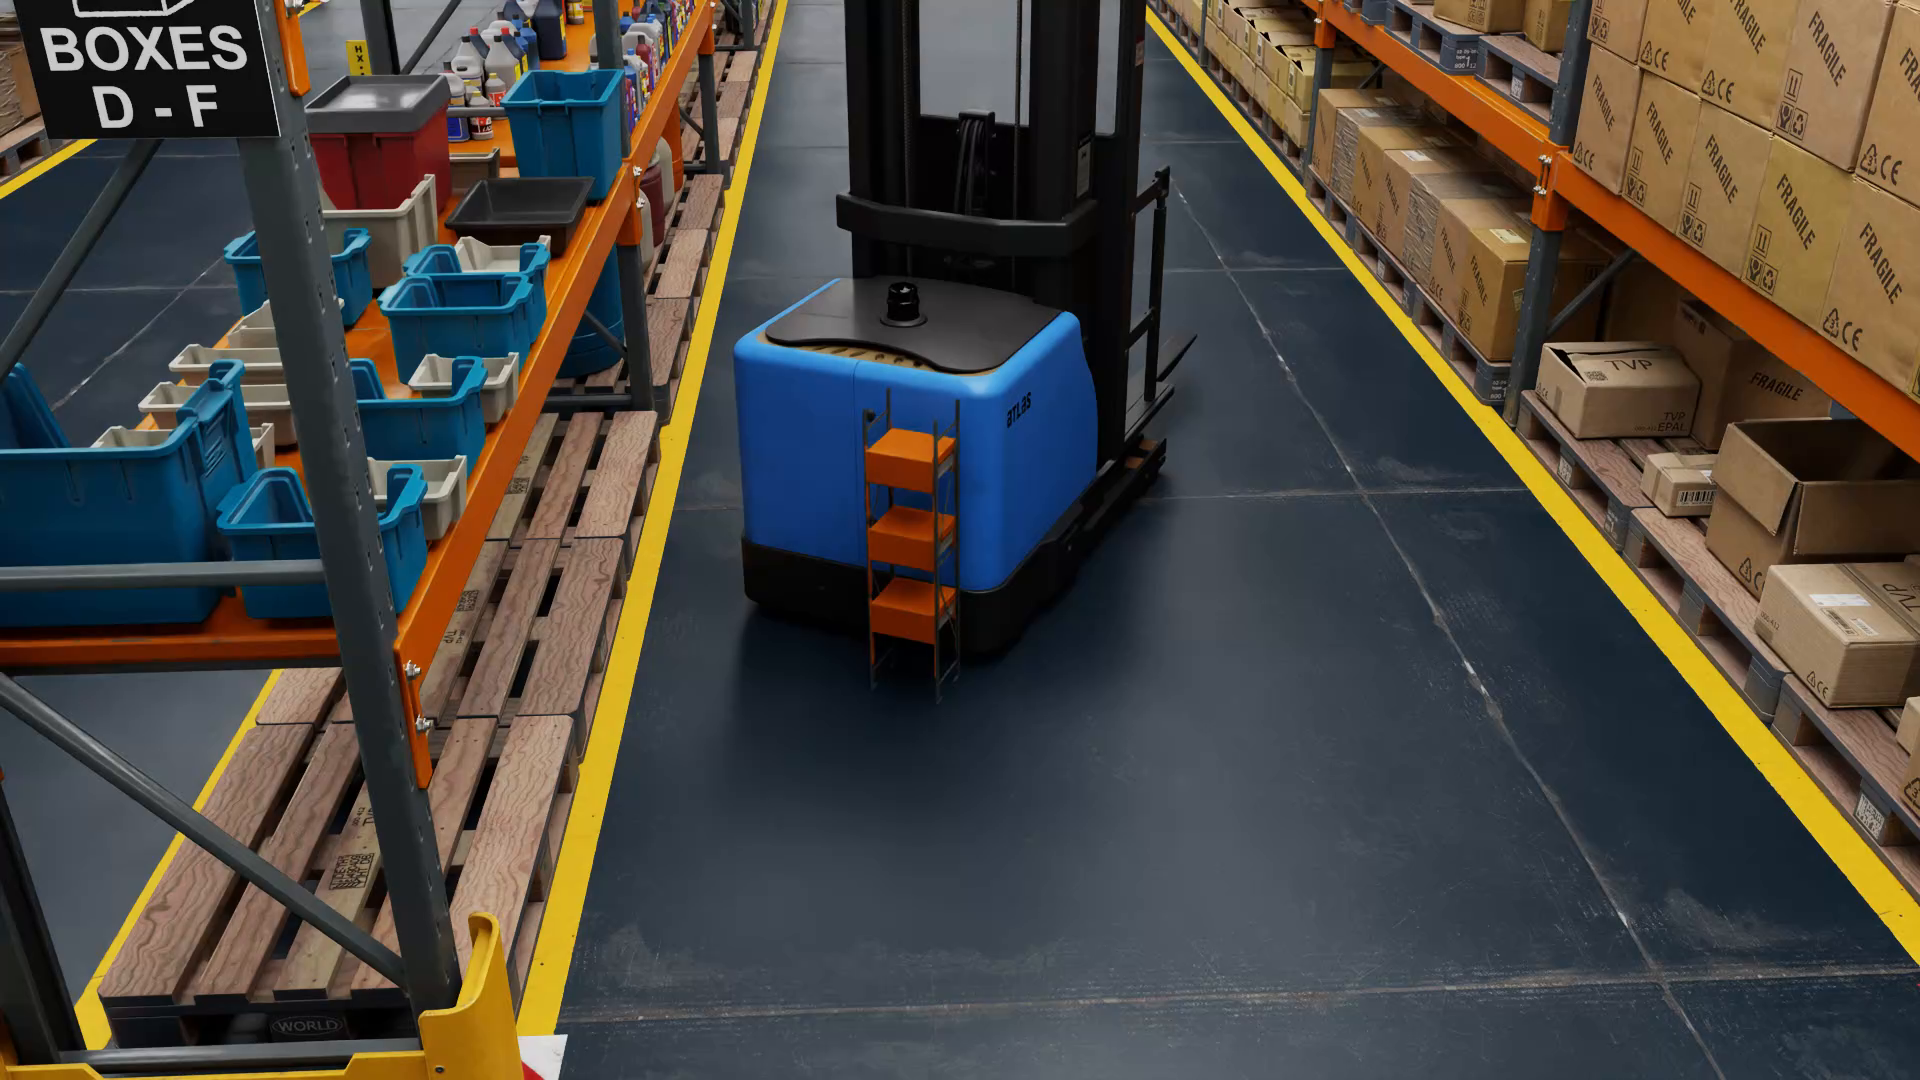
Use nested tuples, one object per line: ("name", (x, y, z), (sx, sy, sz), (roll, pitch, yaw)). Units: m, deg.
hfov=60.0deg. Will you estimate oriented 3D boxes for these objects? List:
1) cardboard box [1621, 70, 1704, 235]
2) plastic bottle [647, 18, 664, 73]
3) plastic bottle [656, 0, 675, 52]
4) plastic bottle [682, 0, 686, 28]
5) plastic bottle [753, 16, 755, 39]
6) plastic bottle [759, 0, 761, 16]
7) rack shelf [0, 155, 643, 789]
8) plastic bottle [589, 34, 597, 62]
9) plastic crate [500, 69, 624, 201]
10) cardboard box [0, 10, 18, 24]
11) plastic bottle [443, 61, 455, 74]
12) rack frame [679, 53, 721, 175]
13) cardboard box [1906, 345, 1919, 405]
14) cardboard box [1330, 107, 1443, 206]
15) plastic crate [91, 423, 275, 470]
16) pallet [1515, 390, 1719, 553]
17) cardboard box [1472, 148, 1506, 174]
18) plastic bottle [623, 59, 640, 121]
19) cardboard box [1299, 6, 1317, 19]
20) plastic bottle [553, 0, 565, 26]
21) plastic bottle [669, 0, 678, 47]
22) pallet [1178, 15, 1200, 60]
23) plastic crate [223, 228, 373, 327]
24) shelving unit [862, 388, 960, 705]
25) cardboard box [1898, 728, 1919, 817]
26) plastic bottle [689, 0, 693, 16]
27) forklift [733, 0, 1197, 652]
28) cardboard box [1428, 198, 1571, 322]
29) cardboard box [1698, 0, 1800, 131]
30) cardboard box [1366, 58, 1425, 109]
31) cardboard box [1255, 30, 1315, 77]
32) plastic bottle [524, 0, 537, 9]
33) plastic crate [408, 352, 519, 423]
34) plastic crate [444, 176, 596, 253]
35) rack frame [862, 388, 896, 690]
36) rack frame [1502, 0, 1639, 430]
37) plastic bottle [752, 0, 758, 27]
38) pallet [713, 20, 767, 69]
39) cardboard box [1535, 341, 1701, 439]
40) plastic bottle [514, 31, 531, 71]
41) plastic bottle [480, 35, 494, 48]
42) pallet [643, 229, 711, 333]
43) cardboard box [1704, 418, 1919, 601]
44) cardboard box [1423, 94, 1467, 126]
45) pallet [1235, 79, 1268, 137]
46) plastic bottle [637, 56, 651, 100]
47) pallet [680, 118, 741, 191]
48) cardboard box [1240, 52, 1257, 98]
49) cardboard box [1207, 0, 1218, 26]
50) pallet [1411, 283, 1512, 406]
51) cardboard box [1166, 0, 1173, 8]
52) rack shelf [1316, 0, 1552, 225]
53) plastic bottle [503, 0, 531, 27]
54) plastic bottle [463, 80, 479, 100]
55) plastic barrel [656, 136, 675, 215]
("cardboard box", (2.843, -1.451, 6.180), (0.500, 0.500, 0.500), (-1, 28, -2))
("plastic bottle", (-1.571, -2.522, 8.480), (0.097, 0.271, 0.097), (0, 28, 0))
("plastic bottle", (-1.623, -2.813, 8.954), (0.144, 0.351, 0.185), (-1, 28, -3))
("plastic bottle", (-1.635, -3.054, 9.577), (0.097, 0.201, 0.097), (0, 28, 0))
("plastic bottle", (-1.884, -4.604, 14.809), (0.097, 0.271, 0.097), (0, 28, 0))
("plastic bottle", (-1.965, -5.148, 15.766), (0.144, 0.351, 0.185), (-2, 28, -3))
("rack shelf", (-1.783, -0.524, 5.289), (1.077, 0.370, 4.000), (-1, 28, -3))
("plastic bottle", (-1.732, -2.359, 8.163), (0.152, 0.276, 0.135), (-1, 28, -3))
("plastic crate", (-1.523, -1.579, 6.486), (0.392, 0.384, 0.575), (-1, 28, -3))
("cardboard box", (-7.235, -3.924, 13.256), (0.700, 0.500, 0.500), (-2, 28, -3))
("plastic bottle", (-2.289, -1.995, 7.457), (0.061, 0.283, 0.133), (-1, 28, -3))
("rack frame", (-2.097, -3.614, 10.436), (1.000, 3.000, 0.127), (-1, 28, -3))
("cardboard box", (2.942, -0.521, 4.398), (0.500, 0.500, 0.500), (-1, 28, -2))
("cardboard box", (2.621, -2.360, 10.258), (0.500, 0.500, 0.500), (-2, 28, -5))
("plastic crate", (-1.902, -0.201, 4.113), (0.396, 0.136, 0.243), (-1, 28, -3))
("pallet", (3.094, -0.331, 7.157), (1.003, 0.211, 1.213), (-1, 28, -3))
("cardboard box", (3.194, -1.911, 9.398), (0.500, 0.500, 0.500), (-2, 28, -5))
("plastic bottle", (-1.517, -2.049, 7.574), (0.097, 0.271, 0.097), (0, 28, 0))
("cardboard box", (3.006, -4.144, 13.365), (0.500, 0.311, 0.500), (-1, 28, -3))
("plastic bottle", (-2.333, -3.083, 9.556), (0.097, 0.271, 0.097), (0, 28, 0))
("plastic bottle", (-1.590, -2.858, 9.112), (0.061, 0.283, 0.133), (-1, 28, -3))
("pallet", (2.641, -4.711, 15.554), (1.003, 0.211, 1.213), (-1, 28, -3))
("plastic crate", (-2.042, -0.814, 5.183), (0.416, 0.233, 0.300), (-1, 28, -3))
("shelving unit", (-0.155, 0.033, 5.551), (0.252, 1.050, 0.215), (11, 30, 19))
("cardboard box", (2.993, 0.631, 4.524), (0.500, 0.500, 0.500), (-1, 28, -3))
("plastic bottle", (-1.638, -3.279, 9.920), (0.061, 0.283, 0.133), (-1, 28, -3))
("forklift", (0.255, -1.564, 6.579), (1.130, 2.935, 3.031), (12, 30, 21))
("cardboard box", (2.729, -1.421, 8.458), (0.500, 0.500, 0.500), (-1, 28, -2))
("cardboard box", (2.856, -1.672, 5.523), (0.500, 0.500, 0.500), (-2, 28, -4))
("cardboard box", (3.116, -3.197, 11.548), (0.500, 0.311, 0.500), (0, 28, -1))
("cardboard box", (2.520, -3.657, 12.430), (0.500, 0.311, 0.500), (-2, 28, -3))
("plastic bottle", (-2.370, -2.868, 9.145), (0.097, 0.271, 0.097), (0, 28, 0))
("plastic crate", (-1.333, -0.415, 4.521), (0.250, 0.136, 0.298), (-1, 28, -3))
("plastic crate", (-1.561, -1.161, 5.965), (0.437, 0.125, 0.590), (-1, 28, -3))
("rack frame", (-0.268, 0.012, 5.592), (0.008, 1.050, 0.200), (11, 30, 19))
("rack frame", (3.059, -1.885, 7.120), (1.000, 3.000, 0.127), (-1, 28, -3))
("plastic bottle", (-1.933, -4.865, 15.222), (0.144, 0.351, 0.185), (-1, 28, -1))
("pallet", (-2.299, -4.536, 15.219), (1.003, 0.211, 1.213), (-1, 28, -3))
("cardboard box", (2.865, -0.688, 7.258), (0.500, 0.311, 0.500), (-1, 28, -3))
("plastic bottle", (-2.160, -2.359, 8.169), (0.097, 0.271, 0.097), (0, 28, 0))
("plastic bottle", (-2.277, -2.288, 8.026), (0.152, 0.276, 0.135), (-1, 28, -3))
("pallet", (-1.953, -1.452, 9.307), (1.003, 0.211, 1.213), (-1, 28, -3))
("cardboard box", (3.162, -0.105, 5.932), (0.797, 0.503, 0.637), (-1, 28, -3))
("cardboard box", (3.140, -2.699, 10.098), (0.500, 0.250, 0.500), (0, 28, -1))
("pallet", (2.785, -3.439, 13.115), (1.003, 0.211, 1.213), (-1, 28, -3))
("plastic bottle", (-1.540, -2.215, 7.968), (0.097, 0.201, 0.097), (0, 28, 0))
("pallet", (-2.098, -2.736, 11.768), (1.003, 0.211, 1.213), (-1, 28, -3))
("cardboard box", (2.496, -3.644, 13.012), (0.500, 0.250, 0.500), (-1, 28, -2))
("cardboard box", (2.414, -4.598, 14.235), (0.500, 0.311, 0.500), (-1, 28, -2))
("pallet", (2.979, -1.023, 8.483), (1.003, 0.211, 1.213), (-1, 28, -3))
("cardboard box", (2.315, -5.448, 16.470), (0.500, 0.250, 0.500), (-1, 28, -3))
("rack shelf", (2.954, -2.489, 9.057), (1.077, 0.370, 4.000), (-1, 28, -3))
("plastic bottle", (-2.320, -2.670, 8.679), (0.144, 0.351, 0.185), (-1, 28, -3))
("plastic bottle", (-2.211, -1.969, 7.496), (0.097, 0.201, 0.097), (0, 28, 0))
("plastic barrel", (-1.935, -2.213, 9.986), (0.421, 0.512, 0.421), (0, 28, 0))
